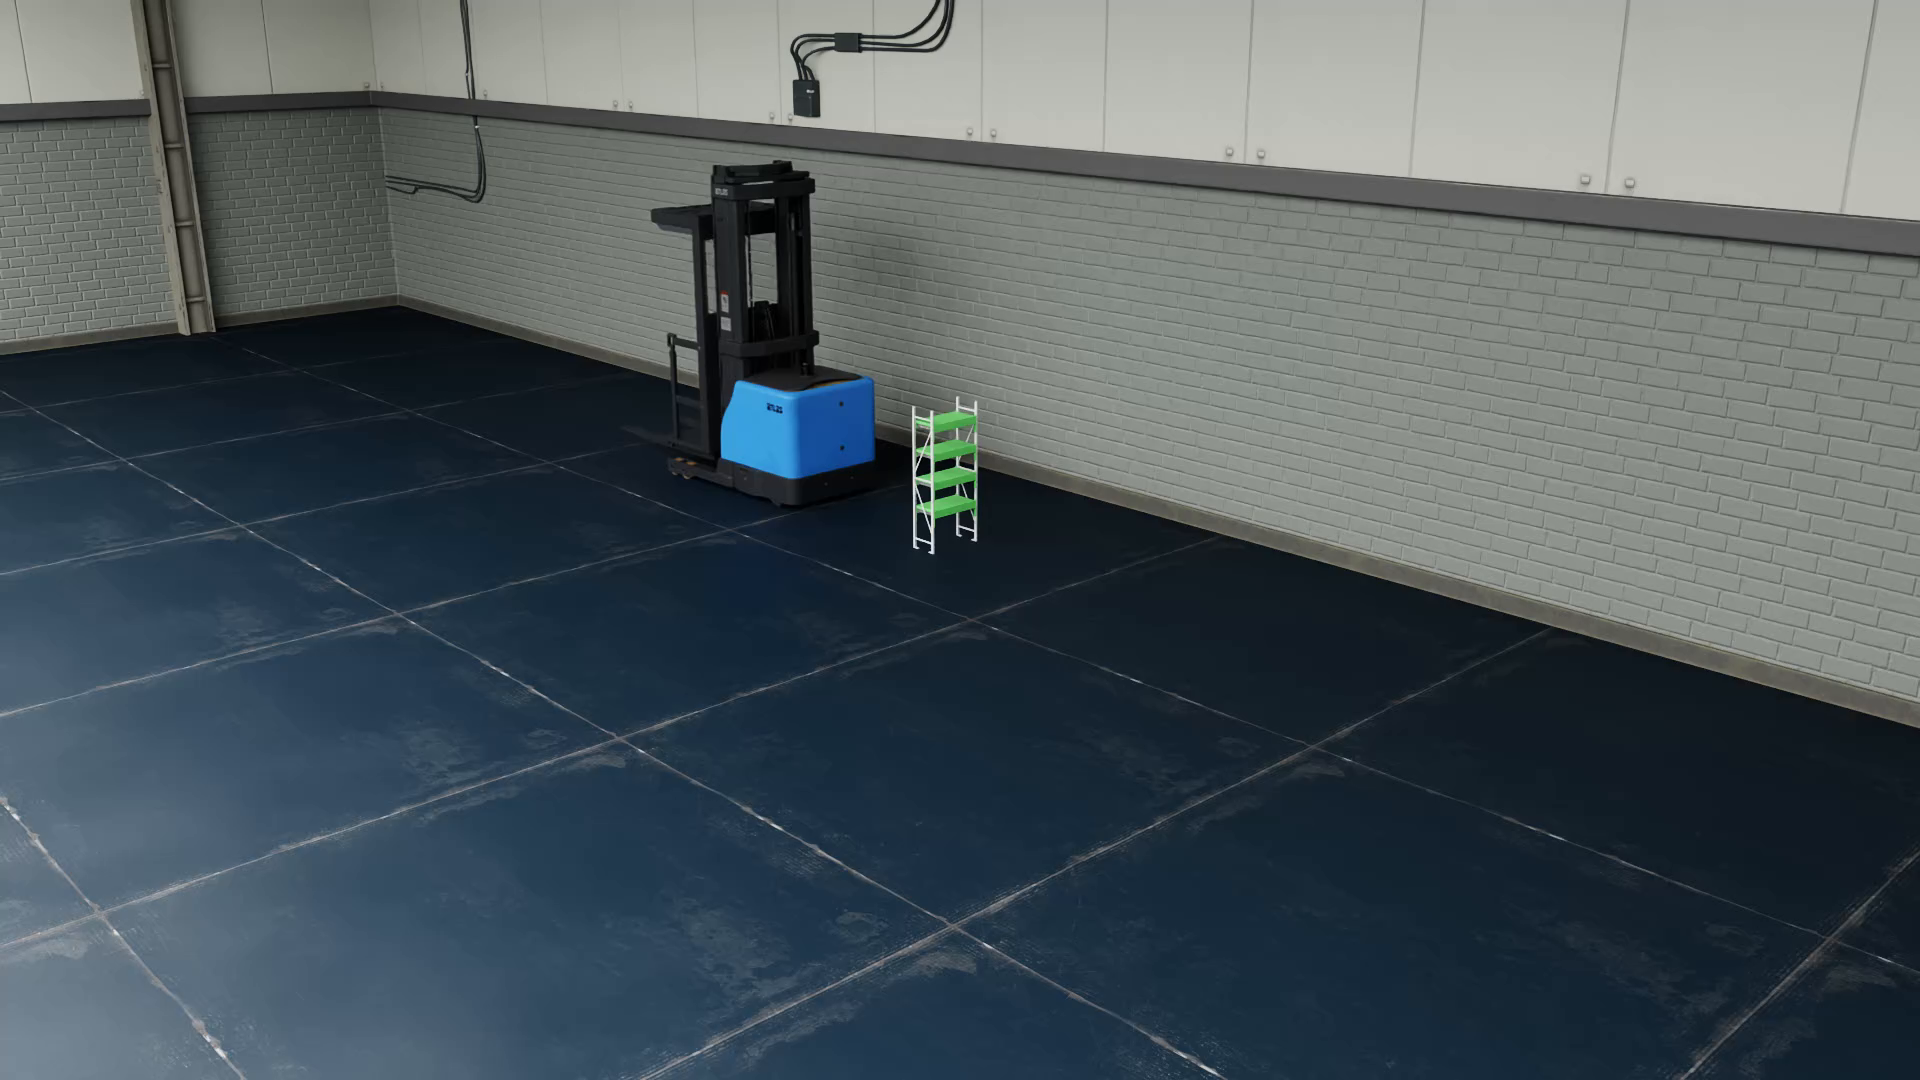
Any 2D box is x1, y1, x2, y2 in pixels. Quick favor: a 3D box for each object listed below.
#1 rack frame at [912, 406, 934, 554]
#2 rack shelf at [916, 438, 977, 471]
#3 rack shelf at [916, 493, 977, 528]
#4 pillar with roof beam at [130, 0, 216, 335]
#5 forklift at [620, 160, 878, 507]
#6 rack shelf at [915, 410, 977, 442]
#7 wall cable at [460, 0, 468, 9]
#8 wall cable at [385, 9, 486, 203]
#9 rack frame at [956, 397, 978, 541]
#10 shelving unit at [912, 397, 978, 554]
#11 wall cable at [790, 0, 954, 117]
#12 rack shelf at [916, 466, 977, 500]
[{"bbox_3d":[-0.298,-0.484,13.532,0.015,1.200,0.240,-16,24,-41],"label":"rack frame"},{"bbox_3d":[-0.120,-0.703,13.637,0.480,0.148,0.258,-16,24,-41],"label":"rack shelf"},{"bbox_3d":[-0.120,-0.247,13.785,0.480,0.148,0.258,-16,24,-41],"label":"rack shelf"},{"bbox_3d":[-7.485,-6.165,18.408,0.400,9.000,9.100,-16,24,-41],"label":"pillar with roof beam"},{"bbox_3d":[-2.145,-2.066,15.604,1.130,2.935,3.031,-17,24,-41],"label":"forklift"},{"bbox_3d":[-0.120,-0.931,13.563,0.480,0.148,0.258,-16,24,-41],"label":"rack shelf"},{"bbox_3d":[-5.535,-7.776,20.225,0.112,2.526,3.097,-16,24,-41],"label":"wall cable"},{"bbox_3d":[-7.394,-5.980,22.873,0.112,2.526,3.097,-16,24,-41],"label":"wall cable"},{"bbox_3d":[0.057,-0.587,13.851,0.015,1.200,0.240,-16,24,-41],"label":"rack frame"},{"bbox_3d":[-0.120,-0.536,13.691,0.503,1.200,0.258,-16,24,-41],"label":"shelving unit"},{"bbox_3d":[-0.883,-6.944,15.298,0.169,6.003,2.305,-16,24,-41],"label":"wall cable"},{"bbox_3d":[-0.120,-0.475,13.711,0.480,0.148,0.258,-16,24,-41],"label":"rack shelf"}]
